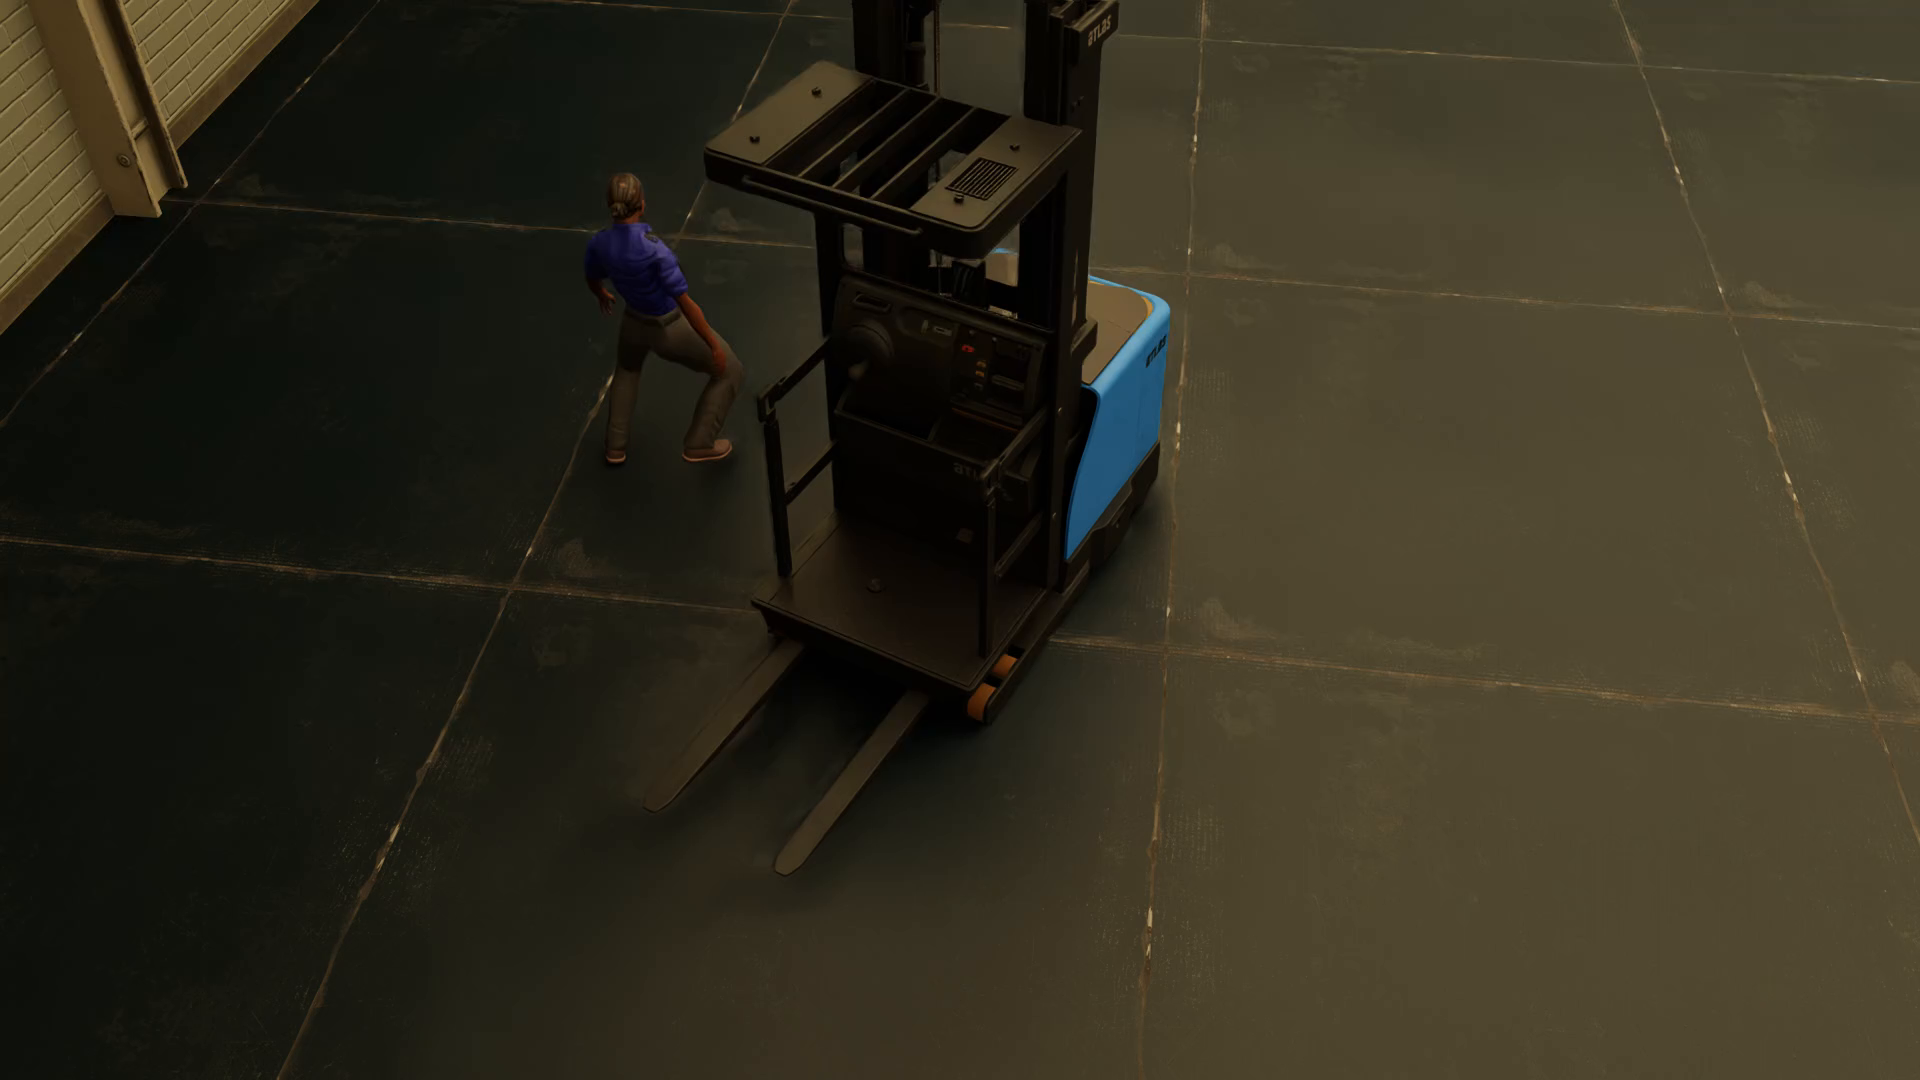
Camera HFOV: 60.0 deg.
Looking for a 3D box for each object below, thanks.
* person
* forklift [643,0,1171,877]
[{"bbox_3d":[-1.435,-1.022,7.869,0.836,1.565,0.536,22,47,22],"label":"person"},{"bbox_3d":[-0.197,-0.664,6.447,1.130,2.935,3.031,21,47,21],"label":"forklift"}]
